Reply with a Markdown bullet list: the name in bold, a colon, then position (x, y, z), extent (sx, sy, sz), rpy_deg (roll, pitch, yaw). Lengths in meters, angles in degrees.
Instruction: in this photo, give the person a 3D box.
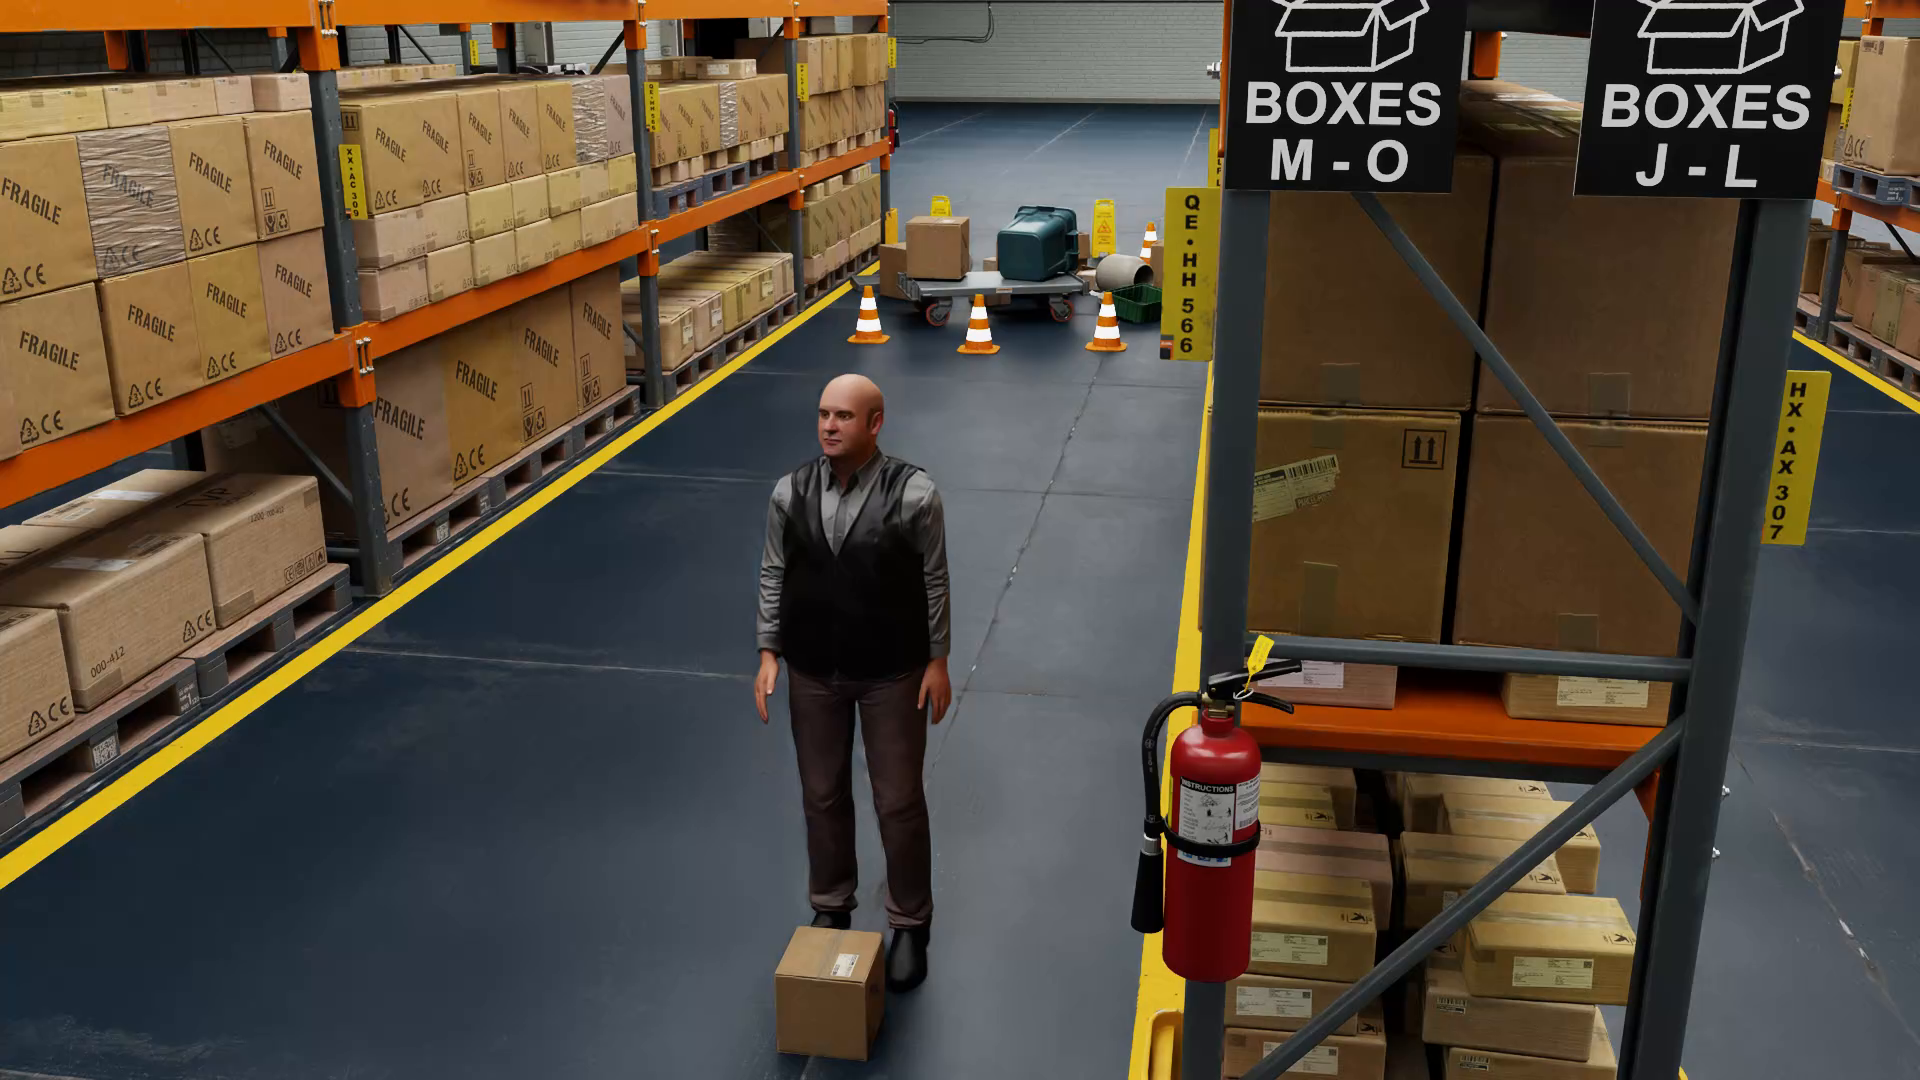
- **person**: position (-0.282, 0.403, 4.807), extent (0.541, 1.734, 0.391), rpy_deg (3, 18, 9)
